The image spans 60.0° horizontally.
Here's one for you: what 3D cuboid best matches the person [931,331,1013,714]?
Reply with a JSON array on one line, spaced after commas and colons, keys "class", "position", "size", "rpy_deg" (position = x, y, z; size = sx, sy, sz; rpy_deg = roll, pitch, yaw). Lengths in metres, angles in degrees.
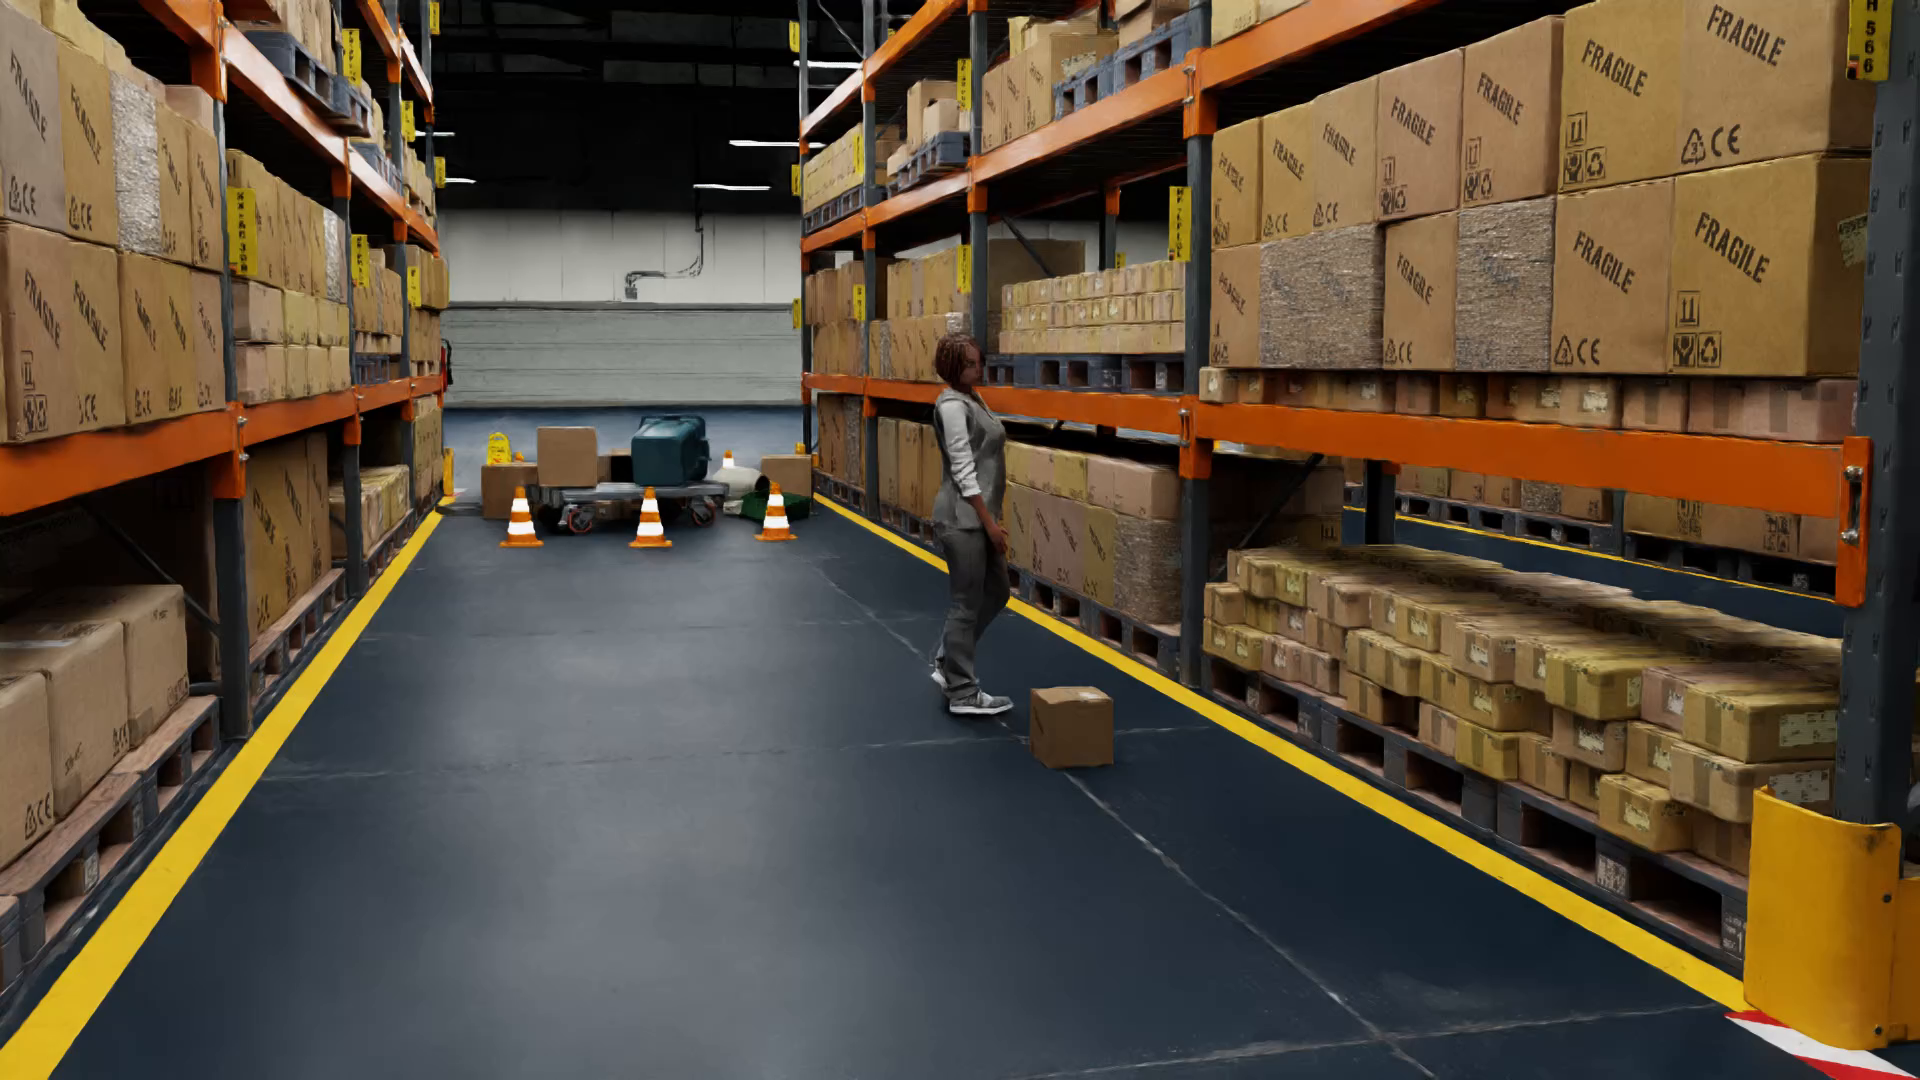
[{"class": "person", "position": [0.041, -0.049, 6.888], "size": [0.375, 1.615, 0.507], "rpy_deg": [1, 6, 10]}]
